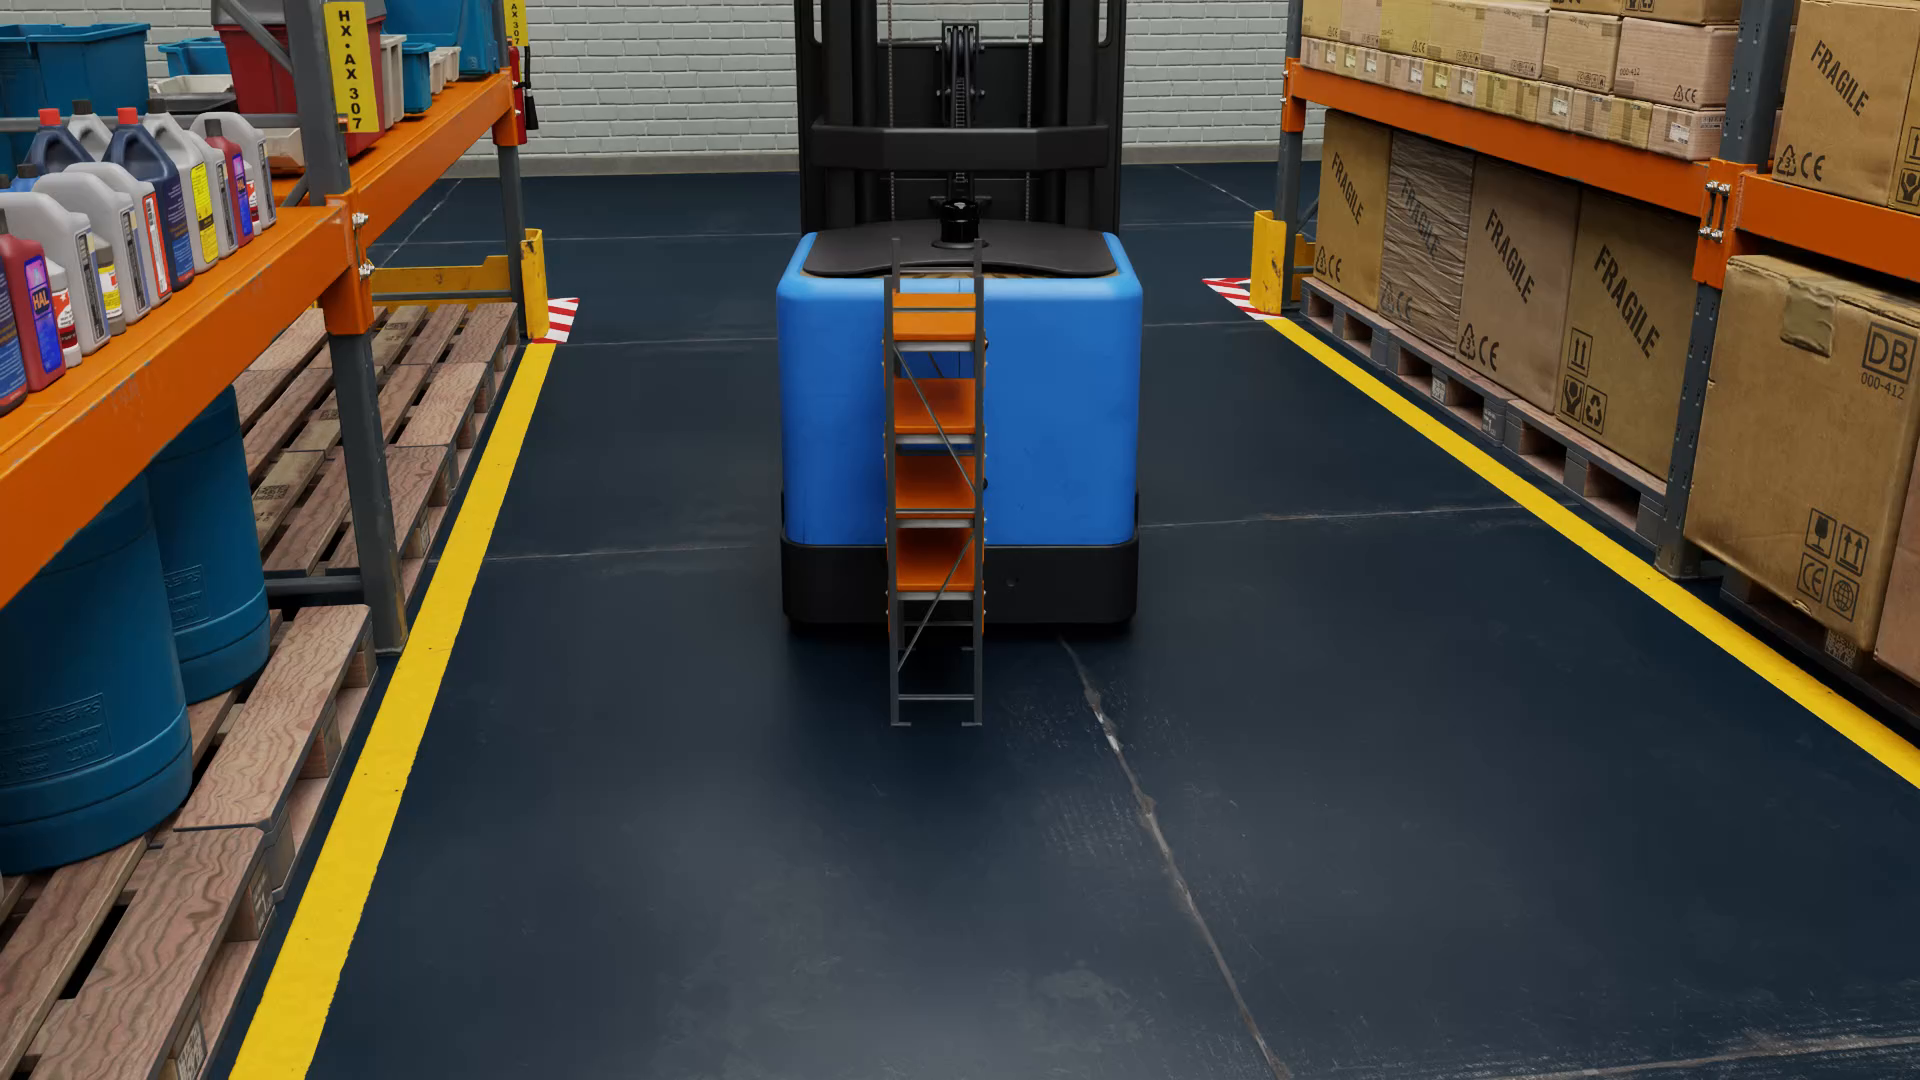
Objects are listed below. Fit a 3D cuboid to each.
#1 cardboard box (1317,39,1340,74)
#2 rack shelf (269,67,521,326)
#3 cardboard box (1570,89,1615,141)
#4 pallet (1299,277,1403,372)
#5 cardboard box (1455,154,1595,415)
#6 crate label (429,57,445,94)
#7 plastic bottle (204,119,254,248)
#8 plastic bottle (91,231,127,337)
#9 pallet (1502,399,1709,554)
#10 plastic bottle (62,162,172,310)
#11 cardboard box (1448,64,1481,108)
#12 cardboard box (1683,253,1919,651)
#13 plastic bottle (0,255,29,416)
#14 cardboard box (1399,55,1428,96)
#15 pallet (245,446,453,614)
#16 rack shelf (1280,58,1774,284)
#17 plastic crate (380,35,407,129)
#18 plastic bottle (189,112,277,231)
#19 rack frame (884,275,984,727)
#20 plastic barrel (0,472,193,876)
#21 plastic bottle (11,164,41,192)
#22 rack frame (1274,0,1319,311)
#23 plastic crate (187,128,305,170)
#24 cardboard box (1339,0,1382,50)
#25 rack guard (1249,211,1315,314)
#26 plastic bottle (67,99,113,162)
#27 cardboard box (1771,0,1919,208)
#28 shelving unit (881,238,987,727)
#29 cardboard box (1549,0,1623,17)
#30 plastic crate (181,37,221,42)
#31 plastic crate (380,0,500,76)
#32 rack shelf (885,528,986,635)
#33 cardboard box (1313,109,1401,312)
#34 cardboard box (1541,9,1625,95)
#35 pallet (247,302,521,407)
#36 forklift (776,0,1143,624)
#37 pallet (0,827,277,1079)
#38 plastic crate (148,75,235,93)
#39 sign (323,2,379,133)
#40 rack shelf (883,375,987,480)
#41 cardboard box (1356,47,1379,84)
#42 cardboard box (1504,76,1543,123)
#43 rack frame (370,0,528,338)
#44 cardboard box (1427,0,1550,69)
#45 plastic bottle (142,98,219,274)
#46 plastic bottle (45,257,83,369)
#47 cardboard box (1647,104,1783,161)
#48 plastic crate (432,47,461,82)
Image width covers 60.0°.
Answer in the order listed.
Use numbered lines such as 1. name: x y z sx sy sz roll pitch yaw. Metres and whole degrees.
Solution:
1. cardboard box: 1.967 -2.355 8.093 0.380 0.149 0.250 -3 21 -9
2. rack shelf: -2.409 -1.421 6.263 1.077 0.370 4.000 -3 21 -8
3. cardboard box: 2.339 -1.465 5.711 0.380 0.149 0.250 -3 21 -9
4. pallet: 2.397 -1.121 8.417 1.003 0.211 1.213 -3 21 -8
5. cardboard box: 2.635 -1.061 6.707 0.875 0.875 0.875 -3 21 -8
6. crate label: -2.308 -1.886 6.770 0.396 0.136 0.243 -3 21 -8
7. plastic bottle: -1.665 -0.813 3.773 0.061 0.283 0.133 -3 21 -8
8. plastic bottle: -1.555 -0.466 2.961 0.097 0.201 0.097 0 20 0
9. pallet: 2.749 -0.277 6.155 1.003 0.211 1.213 -3 21 -8
10. plastic bottle: -1.618 -0.587 3.177 0.152 0.276 0.135 -3 21 -8
11. cardboard box: 2.192 -1.820 6.662 0.380 0.149 0.250 -3 21 -7
12. cardboard box: 2.893 -0.297 4.660 1.225 0.875 0.875 -3 21 -8
13. plastic bottle: -1.505 -0.360 2.463 0.144 0.351 0.185 -3 21 -8
14. cardboard box: 2.117 -1.998 7.139 0.380 0.149 0.250 -3 21 -8
15. pallet: -2.265 -0.012 5.447 1.003 0.211 1.213 -3 21 -8
16. rack shelf: 2.493 -1.671 6.932 1.077 0.370 4.000 -3 21 -8
17. plastic crate: -2.158 -1.577 5.734 0.437 0.282 0.530 -3 21 -8
18. plastic bottle: -1.744 -0.888 3.983 0.152 0.276 0.135 -3 21 -8
19. rack frame: -0.062 -0.071 4.191 0.240 1.200 0.015 0 20 0
20. plastic barrel: -1.957 0.155 3.414 0.600 0.901 0.708 -3 21 -8
21. plastic bottle: -1.739 -0.572 3.144 0.097 0.271 0.097 0 20 0
22. rack frame: 2.204 -2.701 8.660 1.000 3.000 0.127 -3 21 -8
23. plastic crate: -2.046 -1.139 4.769 0.396 0.136 0.243 -3 21 -8
24. cardboard box: 2.088 -2.410 7.672 0.500 0.250 0.500 -3 21 -8
25. rack guard: 2.201 -1.538 9.120 1.175 0.500 0.348 -3 21 -8
26. plastic bottle: -1.807 -0.734 3.464 0.144 0.351 0.185 -3 21 -8
27. cardboard box: 2.600 -1.191 4.474 0.500 0.500 0.500 -3 21 -8
28. shelving unit: -0.062 -0.156 4.420 0.258 1.200 0.503 0 20 0
29. cardboard box: 2.382 -2.056 5.650 0.500 0.500 0.500 -3 21 -7
30. plastic crate: -2.797 -1.843 6.516 0.416 0.233 0.300 -3 21 -8
31. plastic crate: -2.464 -2.389 7.689 0.616 0.435 0.499 -3 21 -8
32. rack shelf: -0.062 0.093 4.513 0.258 0.148 0.480 0 20 0
33. cardboard box: 2.376 -1.685 8.376 0.875 0.875 0.875 -3 21 -8
34. cardboard box: 2.381 -1.704 5.779 0.500 0.250 0.500 -2 21 -6
35. pallet: -2.616 -0.857 7.709 1.003 0.211 1.213 -3 21 -8
36. forklift: 0.001 -1.591 5.787 1.130 2.935 3.031 0 20 0
37. pallet: -1.871 0.933 2.917 1.003 0.211 1.213 -3 21 -8
38. plastic crate: -2.669 -1.558 5.892 0.293 0.136 0.466 -3 21 -8
39. sign: -1.576 -1.223 4.307 0.100 0.325 0.005 -3 21 -8
40. rack shelf: -0.062 -0.303 4.365 0.258 0.148 0.480 0 20 0
41. cardboard box: 2.043 -2.176 7.614 0.380 0.149 0.250 -3 21 -9
42. cardboard box: 2.264 -1.643 6.188 0.380 0.149 0.250 -3 21 -7
43. rack frame: -2.697 -2.451 7.991 1.000 3.000 0.127 -3 21 -8
44. cardboard box: 2.237 -2.056 6.722 0.500 0.250 0.500 -3 21 -9
45. plastic bottle: -1.664 -0.741 3.484 0.144 0.351 0.185 -3 21 -8
46. plastic bottle: -1.522 -0.386 2.746 0.097 0.201 0.097 0 20 0
47. cardboard box: 2.413 -1.287 5.234 0.380 0.149 0.250 -3 21 -7
48. plastic crate: -2.400 -2.082 7.295 0.396 0.136 0.243 -3 21 -8
